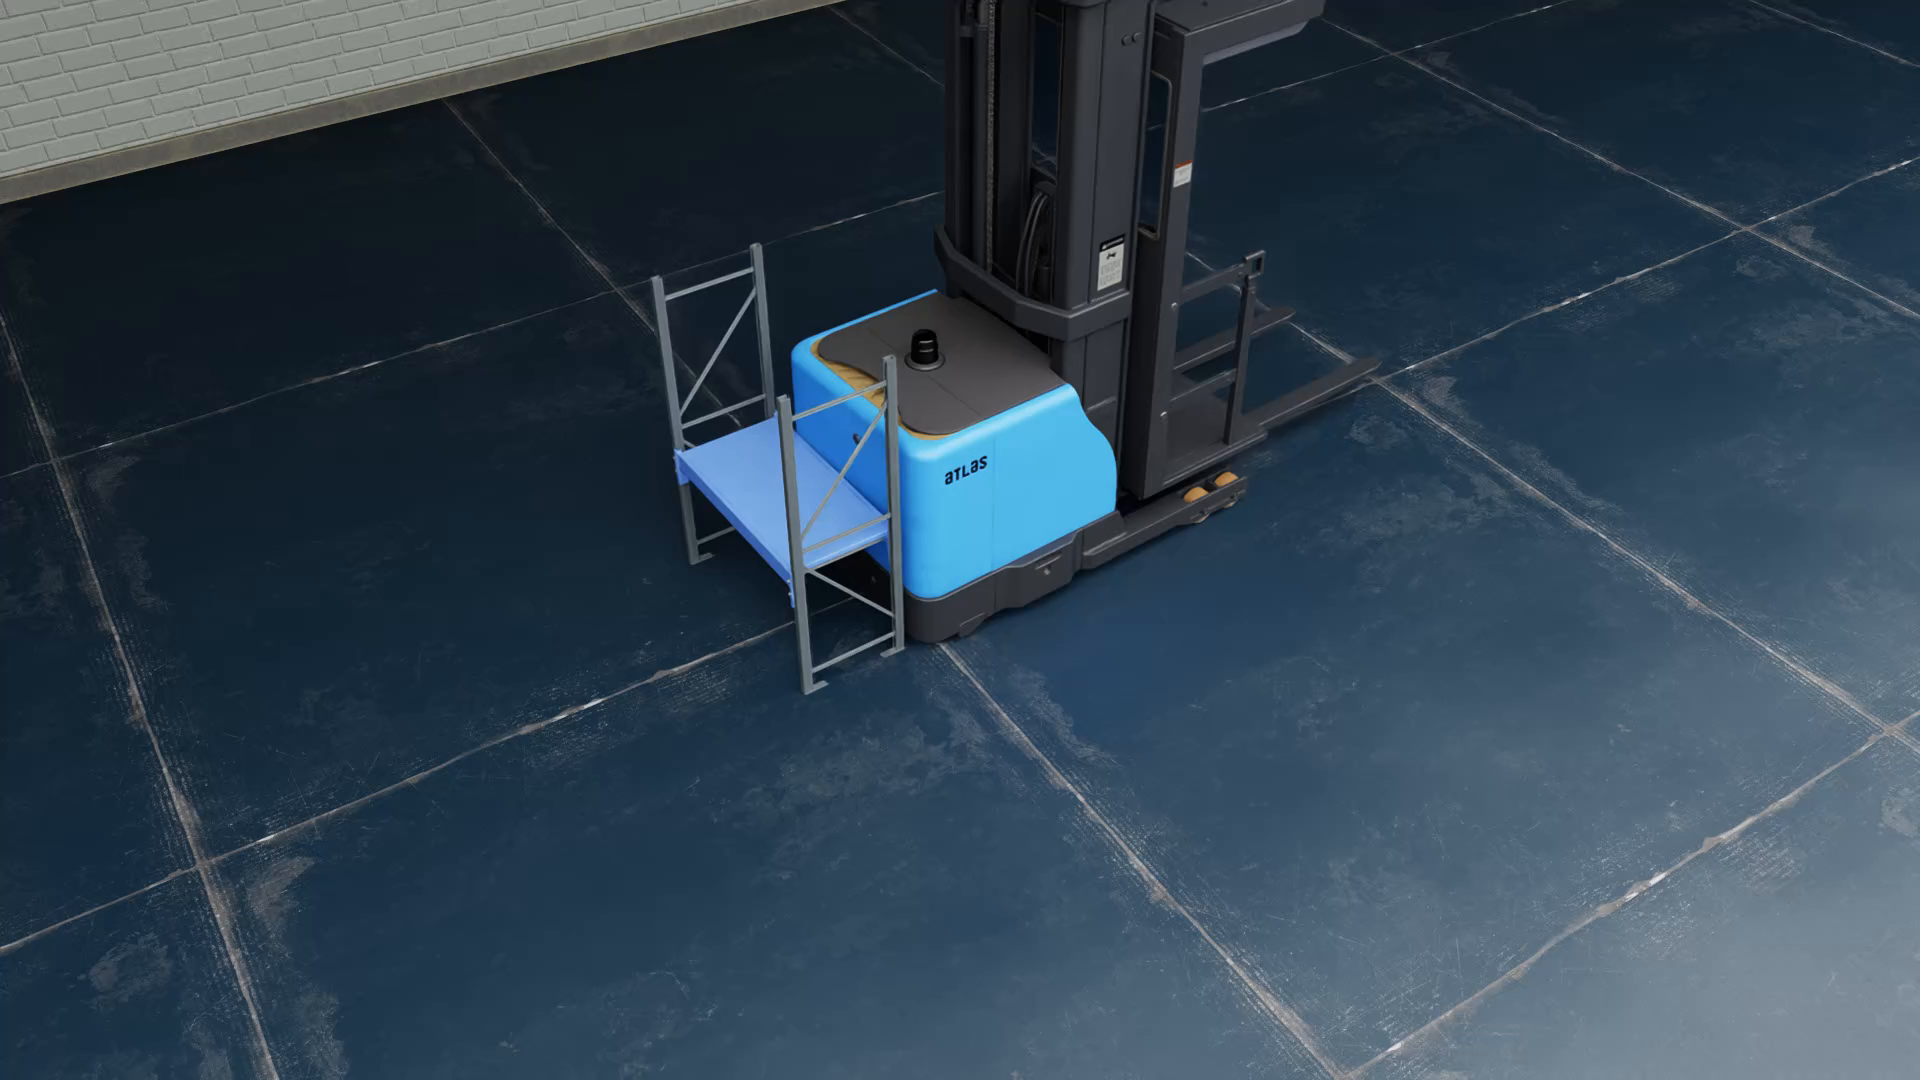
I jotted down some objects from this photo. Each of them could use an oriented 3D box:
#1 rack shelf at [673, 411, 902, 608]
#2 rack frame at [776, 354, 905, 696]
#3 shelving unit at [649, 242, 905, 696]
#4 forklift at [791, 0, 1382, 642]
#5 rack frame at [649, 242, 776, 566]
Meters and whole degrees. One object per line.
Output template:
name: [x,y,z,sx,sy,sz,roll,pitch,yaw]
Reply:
rack shelf: [-0.742,-0.152,7.041,0.538,0.185,1.000,-24,45,-26]
rack frame: [-0.453,-0.022,6.605,0.500,1.500,0.032,-24,45,-26]
shelving unit: [-0.742,-0.290,6.926,0.538,1.500,1.048,-24,45,-26]
forklift: [0.747,-1.454,7.206,3.031,2.935,1.130,-26,46,-27]
rack frame: [-1.032,-0.557,7.247,0.500,1.500,0.032,-24,45,-26]
